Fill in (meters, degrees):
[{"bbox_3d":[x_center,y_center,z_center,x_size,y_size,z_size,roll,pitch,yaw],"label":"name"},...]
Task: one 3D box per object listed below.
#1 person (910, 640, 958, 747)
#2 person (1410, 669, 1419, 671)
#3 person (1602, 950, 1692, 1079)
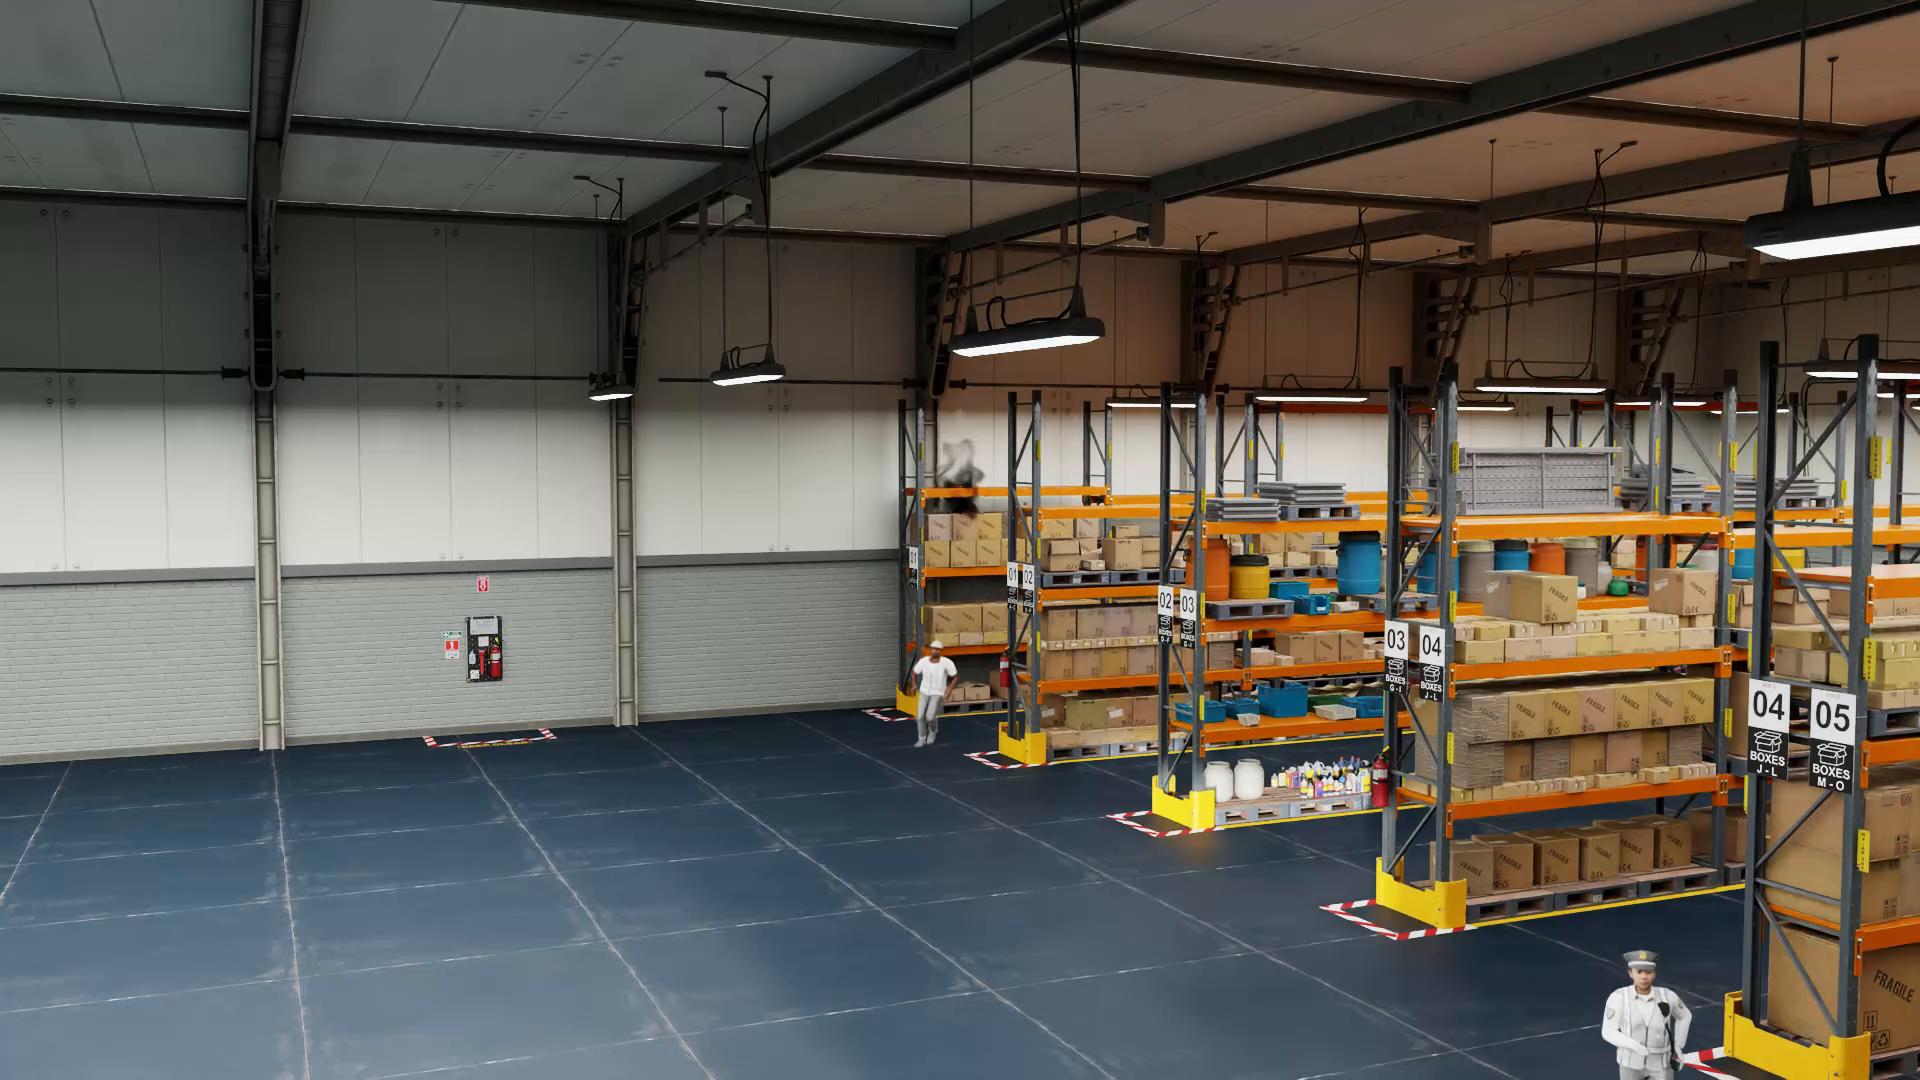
[{"bbox_3d":[-0.449,2.471,26.660,0.746,1.733,0.501,1,4,18],"label":"person"},{"bbox_3d":[9.030,2.315,33.420,0.785,1.844,0.662,-2,4,-35],"label":"person"},{"bbox_3d":[4.723,3.644,11.476,0.548,1.676,0.671,2,4,25],"label":"person"}]
